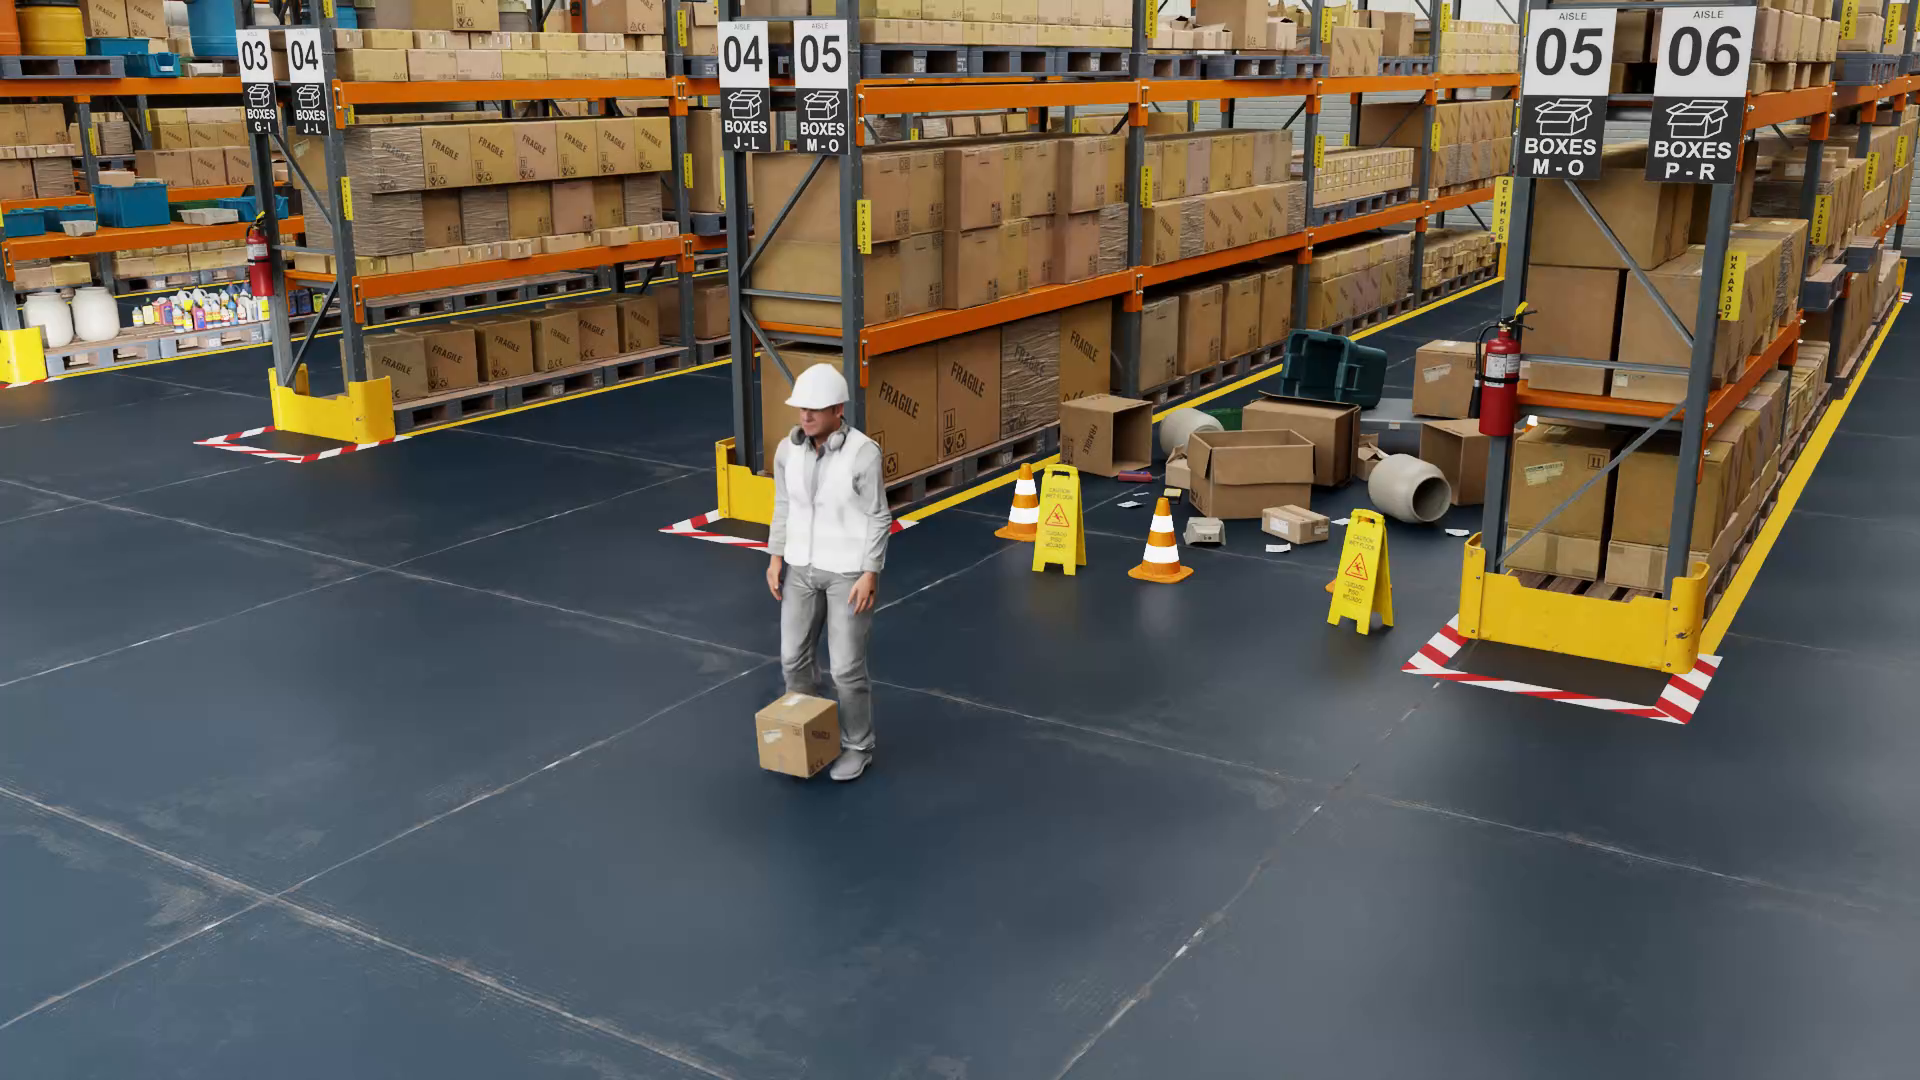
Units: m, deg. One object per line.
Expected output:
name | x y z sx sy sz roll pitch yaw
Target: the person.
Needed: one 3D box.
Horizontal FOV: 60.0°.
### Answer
person | -0.556 0.122 7.058 0.568 1.773 0.450 9 18 29
